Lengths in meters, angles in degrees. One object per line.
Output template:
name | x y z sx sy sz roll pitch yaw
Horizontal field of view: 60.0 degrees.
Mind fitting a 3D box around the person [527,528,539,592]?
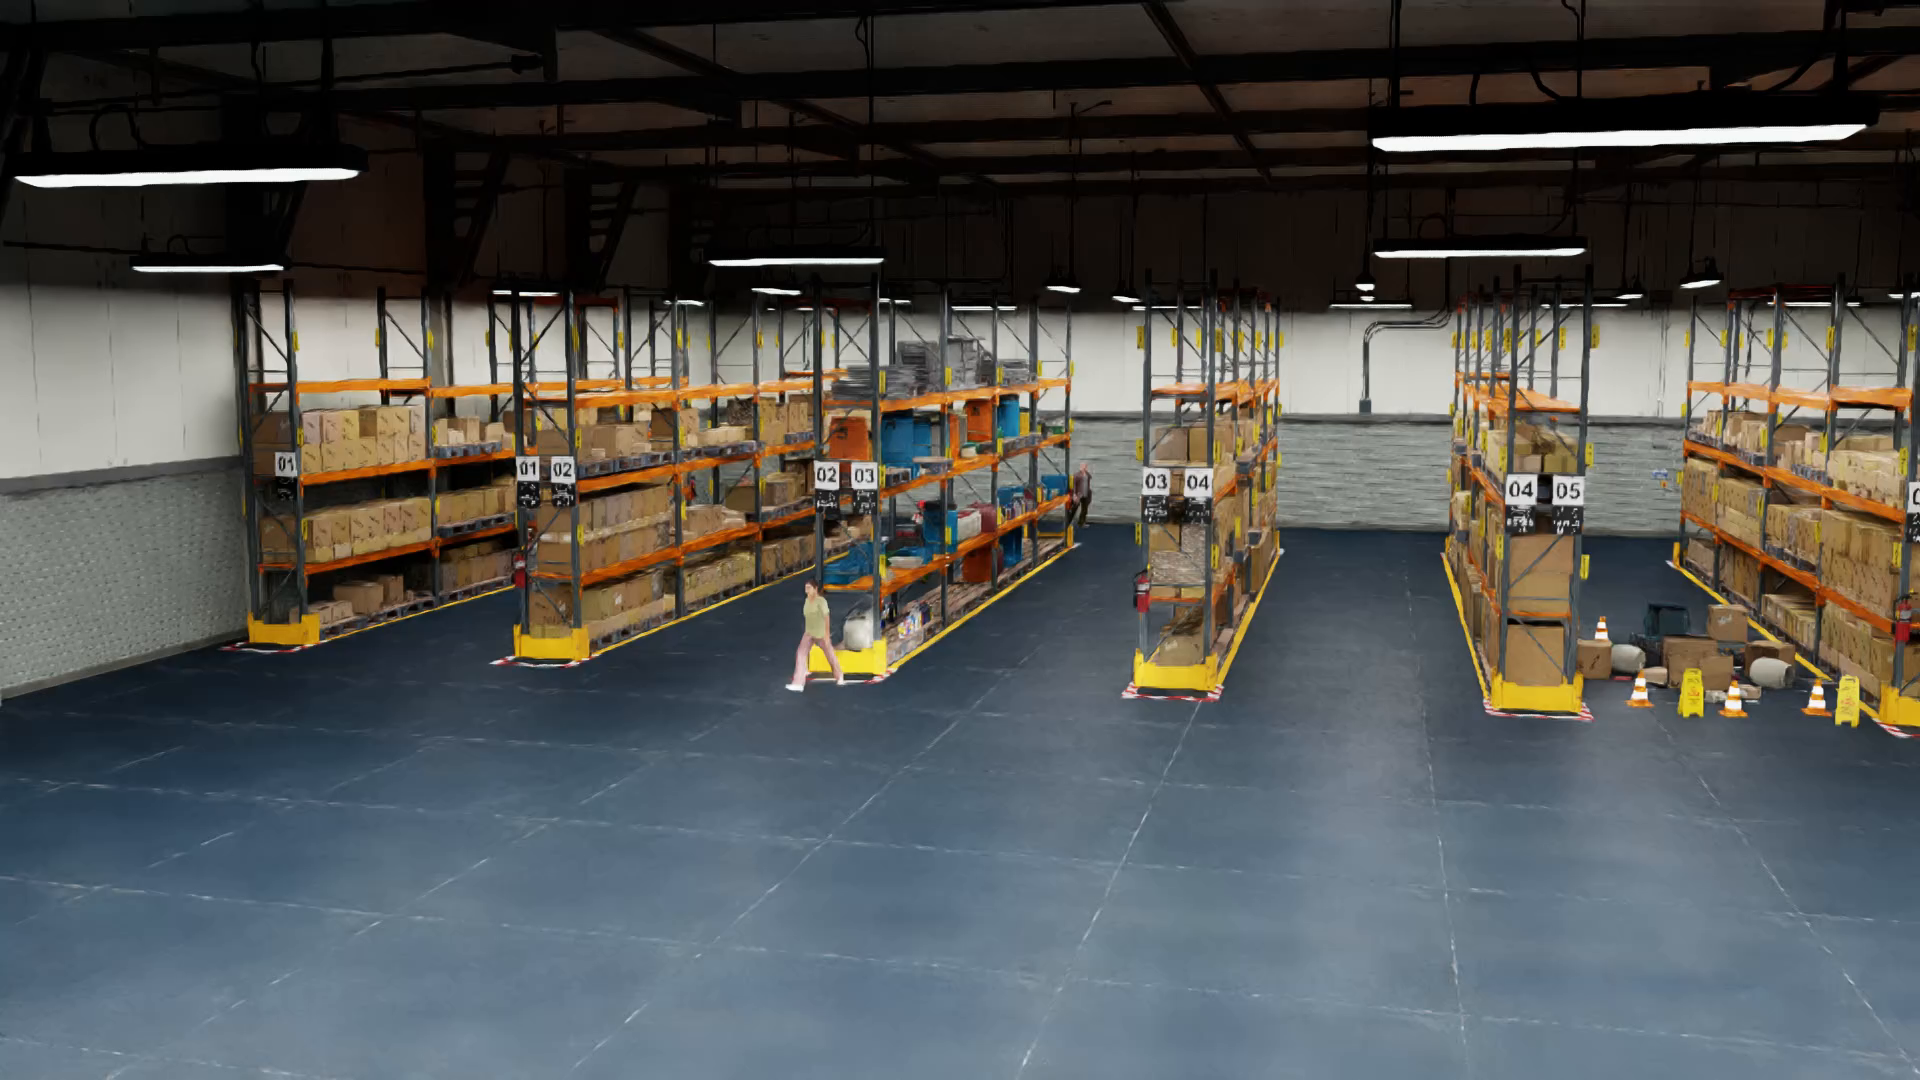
person | -7.968 0.535 30.846 0.412 1.533 0.955 1 7 6

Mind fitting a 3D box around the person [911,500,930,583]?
person | -0.771 0.011 34.469 0.553 1.709 1.123 2 7 17

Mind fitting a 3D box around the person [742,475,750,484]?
person | -5.162 -0.710 40.381 0.476 1.738 0.624 -1 7 -7

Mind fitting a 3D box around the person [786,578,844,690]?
person | -2.052 1.346 23.894 0.484 1.616 0.957 5 9 36

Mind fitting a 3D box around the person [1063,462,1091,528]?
person | 3.154 -1.216 44.536 0.779 1.768 0.536 -3 8 -25
